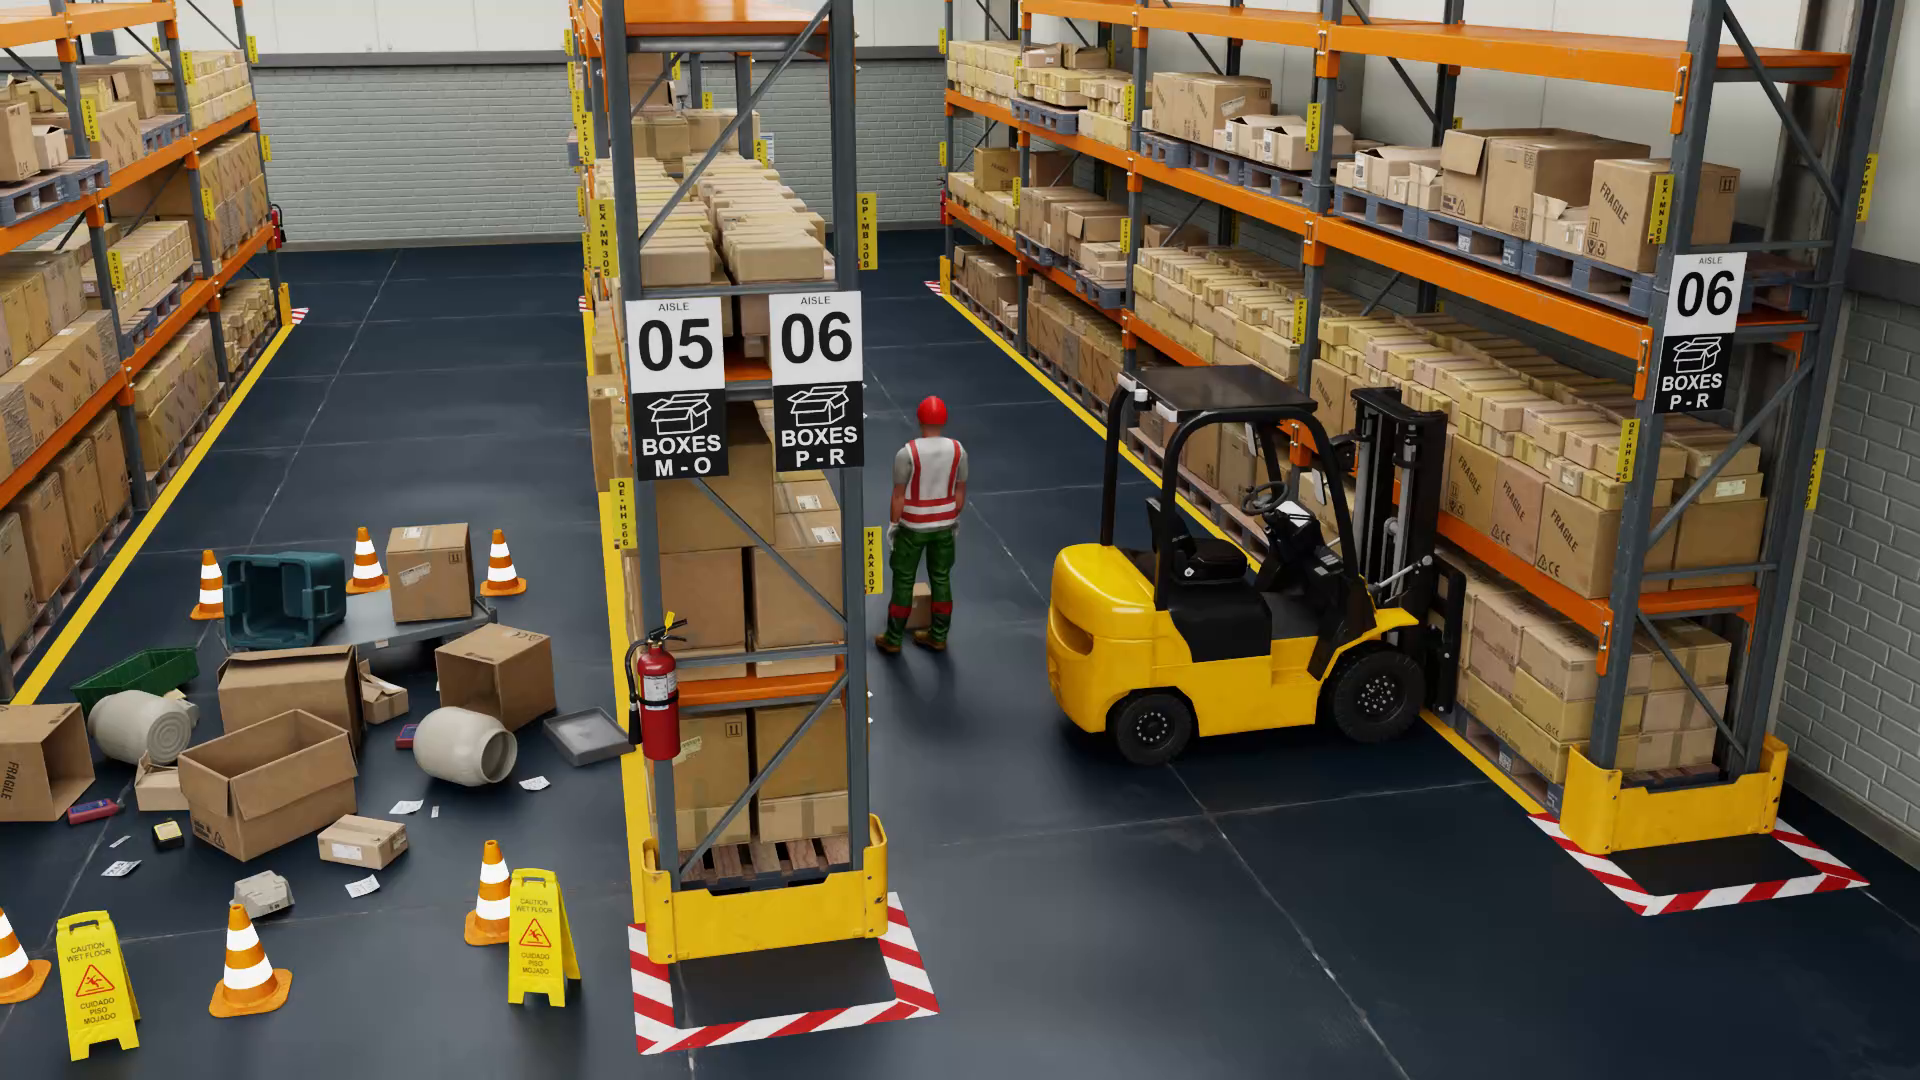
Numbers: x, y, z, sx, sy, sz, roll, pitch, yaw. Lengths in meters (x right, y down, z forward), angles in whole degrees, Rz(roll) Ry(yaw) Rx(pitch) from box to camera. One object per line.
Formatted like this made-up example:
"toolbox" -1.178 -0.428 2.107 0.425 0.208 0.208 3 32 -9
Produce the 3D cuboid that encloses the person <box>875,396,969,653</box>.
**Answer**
"person" -0.262 -0.112 11.305 0.610 1.794 0.406 -8 21 -21
